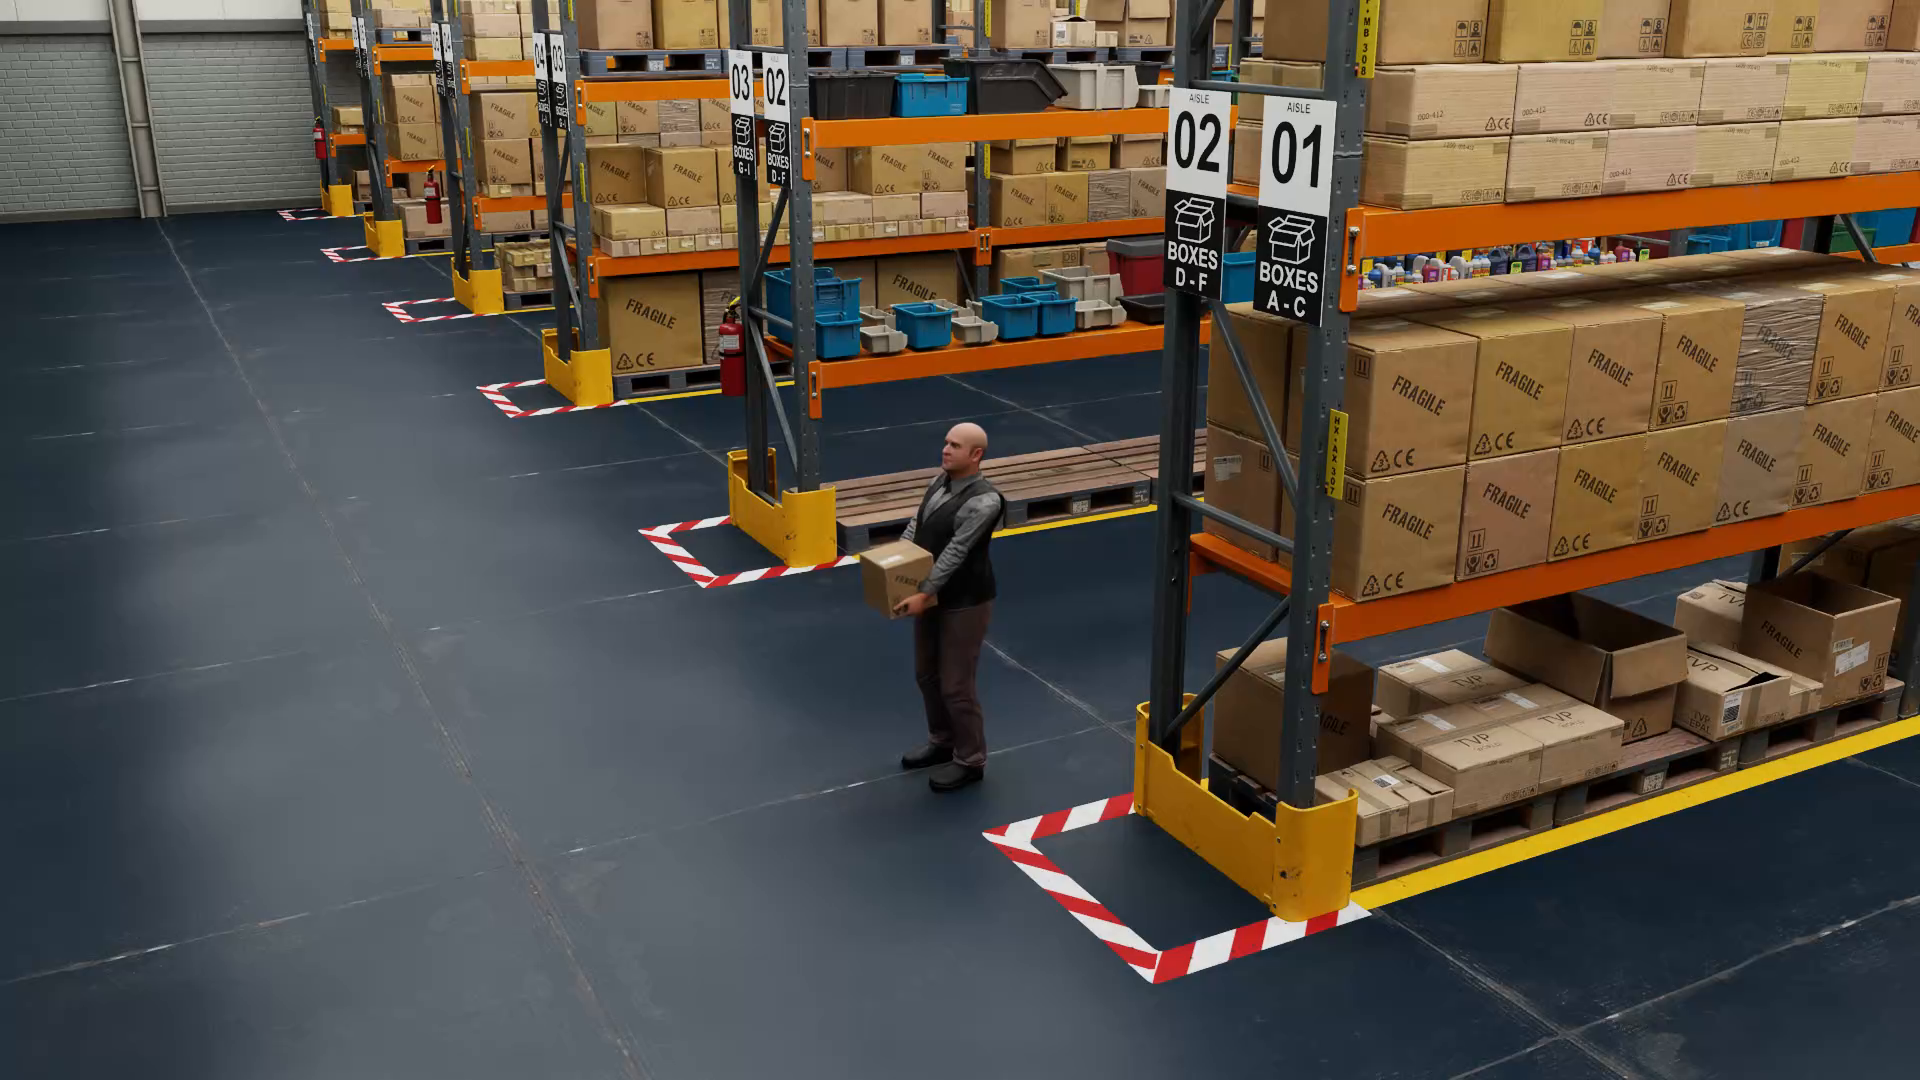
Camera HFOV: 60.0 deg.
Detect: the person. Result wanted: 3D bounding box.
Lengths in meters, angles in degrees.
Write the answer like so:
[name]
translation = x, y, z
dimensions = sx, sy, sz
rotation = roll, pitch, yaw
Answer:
[person]
translation = -0.114, 0.311, 7.675
dimensions = 0.551, 1.711, 0.494
rotation = -10, 21, -28
